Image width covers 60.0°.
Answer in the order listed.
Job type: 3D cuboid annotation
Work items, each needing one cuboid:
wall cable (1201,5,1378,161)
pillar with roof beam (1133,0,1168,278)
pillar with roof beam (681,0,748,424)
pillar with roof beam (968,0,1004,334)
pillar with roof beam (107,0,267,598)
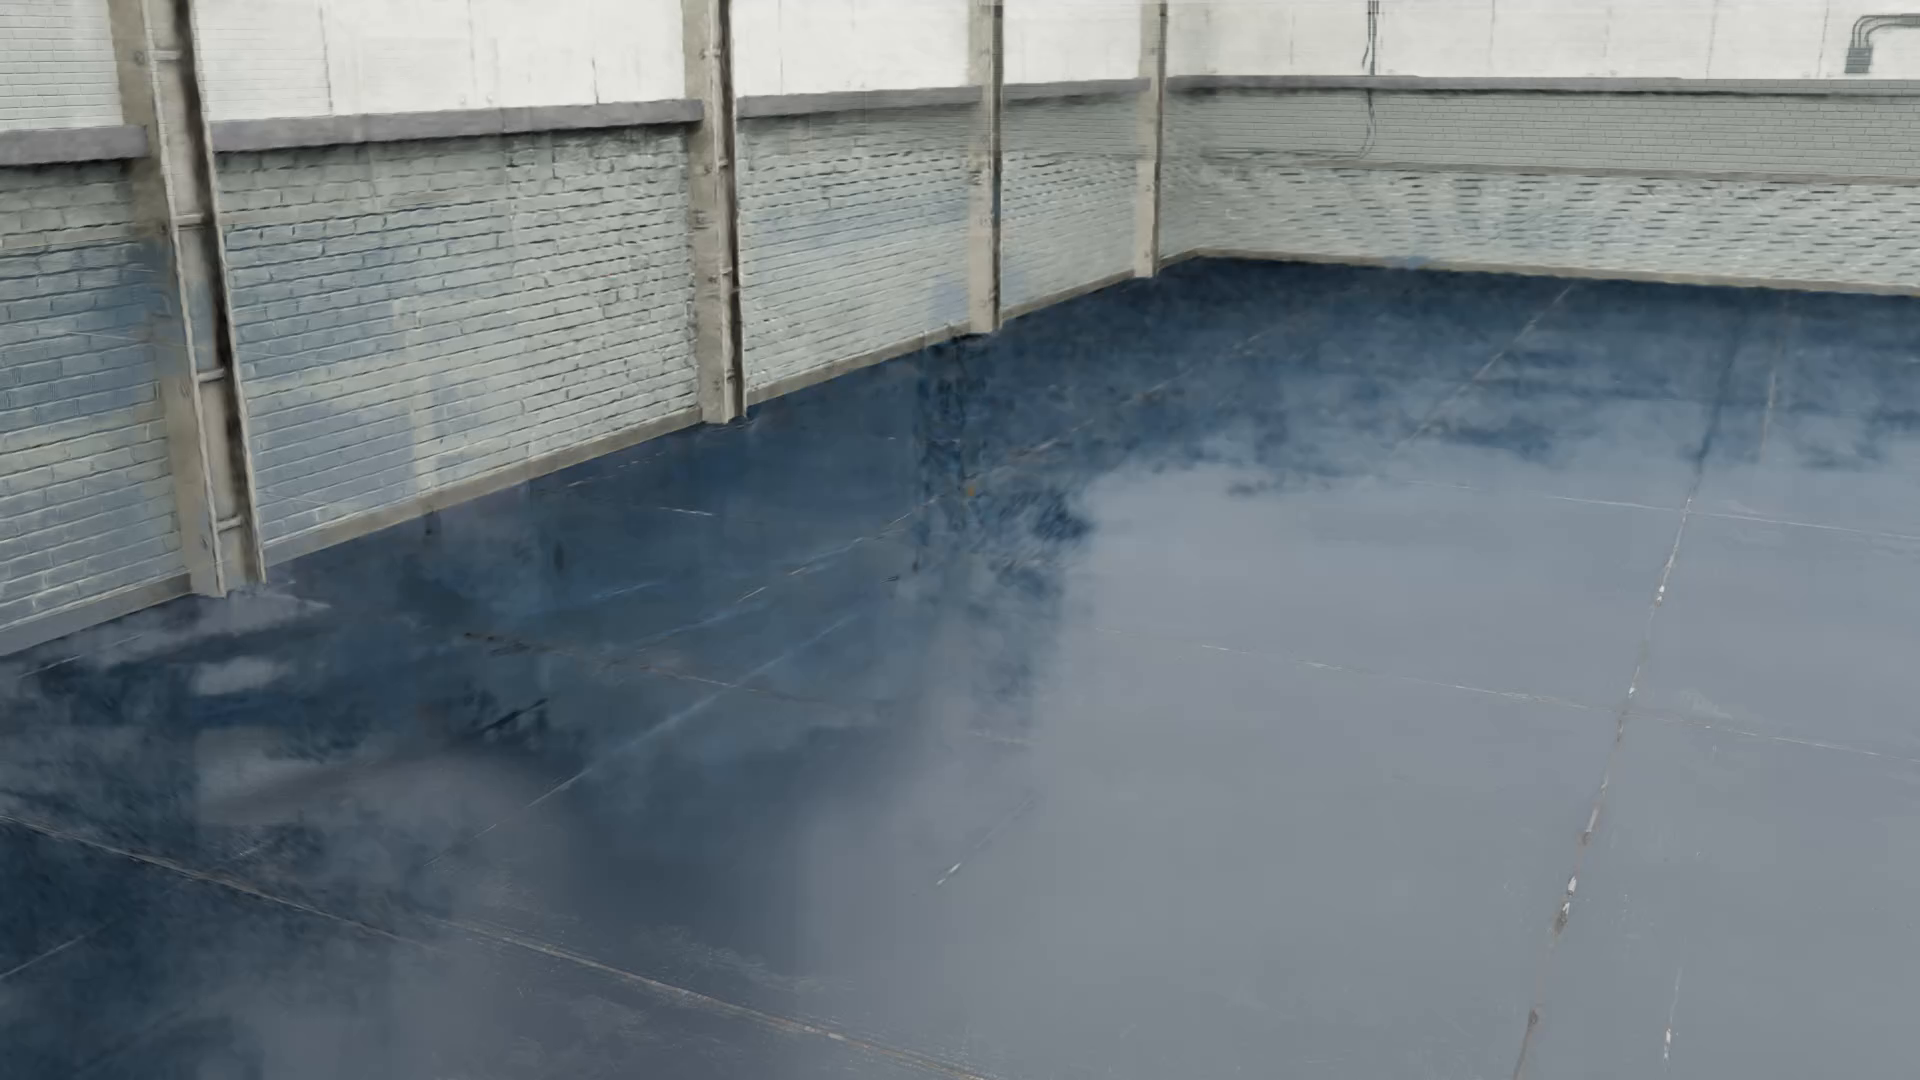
[{"bbox_3d":[-0.787,-11.231,35.485,3.097,2.526,0.112,8,18,25],"label":"wall cable"},{"bbox_3d":[0.564,-11.589,31.239,9.100,9.000,0.400,8,18,25],"label":"pillar with roof beam"},{"bbox_3d":[-4.798,-8.533,20.948,9.100,9.000,0.400,8,18,25],"label":"pillar with roof beam"},{"bbox_3d":[-2.117,-10.061,26.093,9.100,9.000,0.400,8,18,25],"label":"pillar with roof beam"},{"bbox_3d":[-7.479,-7.004,15.802,9.100,9.000,0.400,8,18,25],"label":"pillar with roof beam"}]
